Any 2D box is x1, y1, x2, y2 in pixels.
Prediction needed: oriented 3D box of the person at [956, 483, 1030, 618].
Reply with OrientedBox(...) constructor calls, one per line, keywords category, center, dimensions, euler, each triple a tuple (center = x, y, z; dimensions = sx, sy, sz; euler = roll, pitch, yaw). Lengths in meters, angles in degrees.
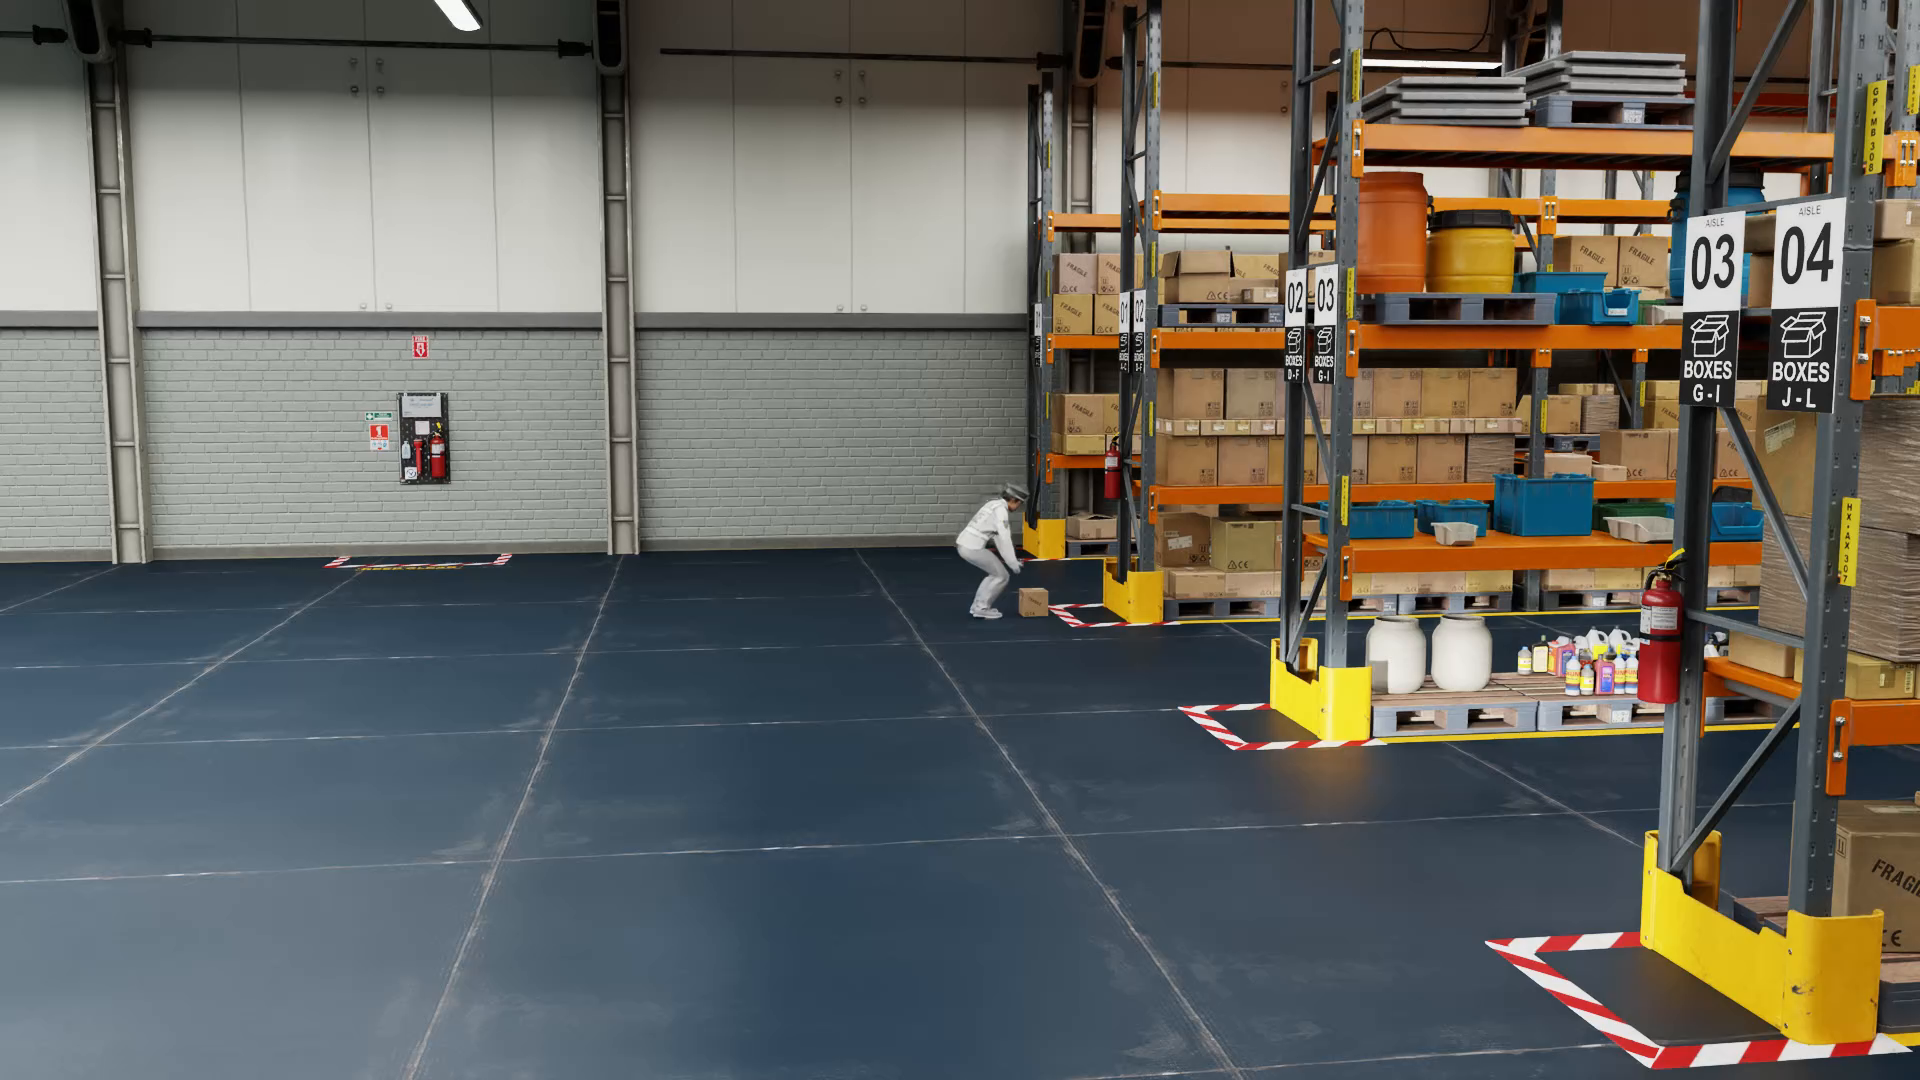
OrientedBox(category="person", center=(0.327, 0.100, 16.506), dimensions=(0.739, 1.320, 0.534), euler=(-1, 7, -9))
